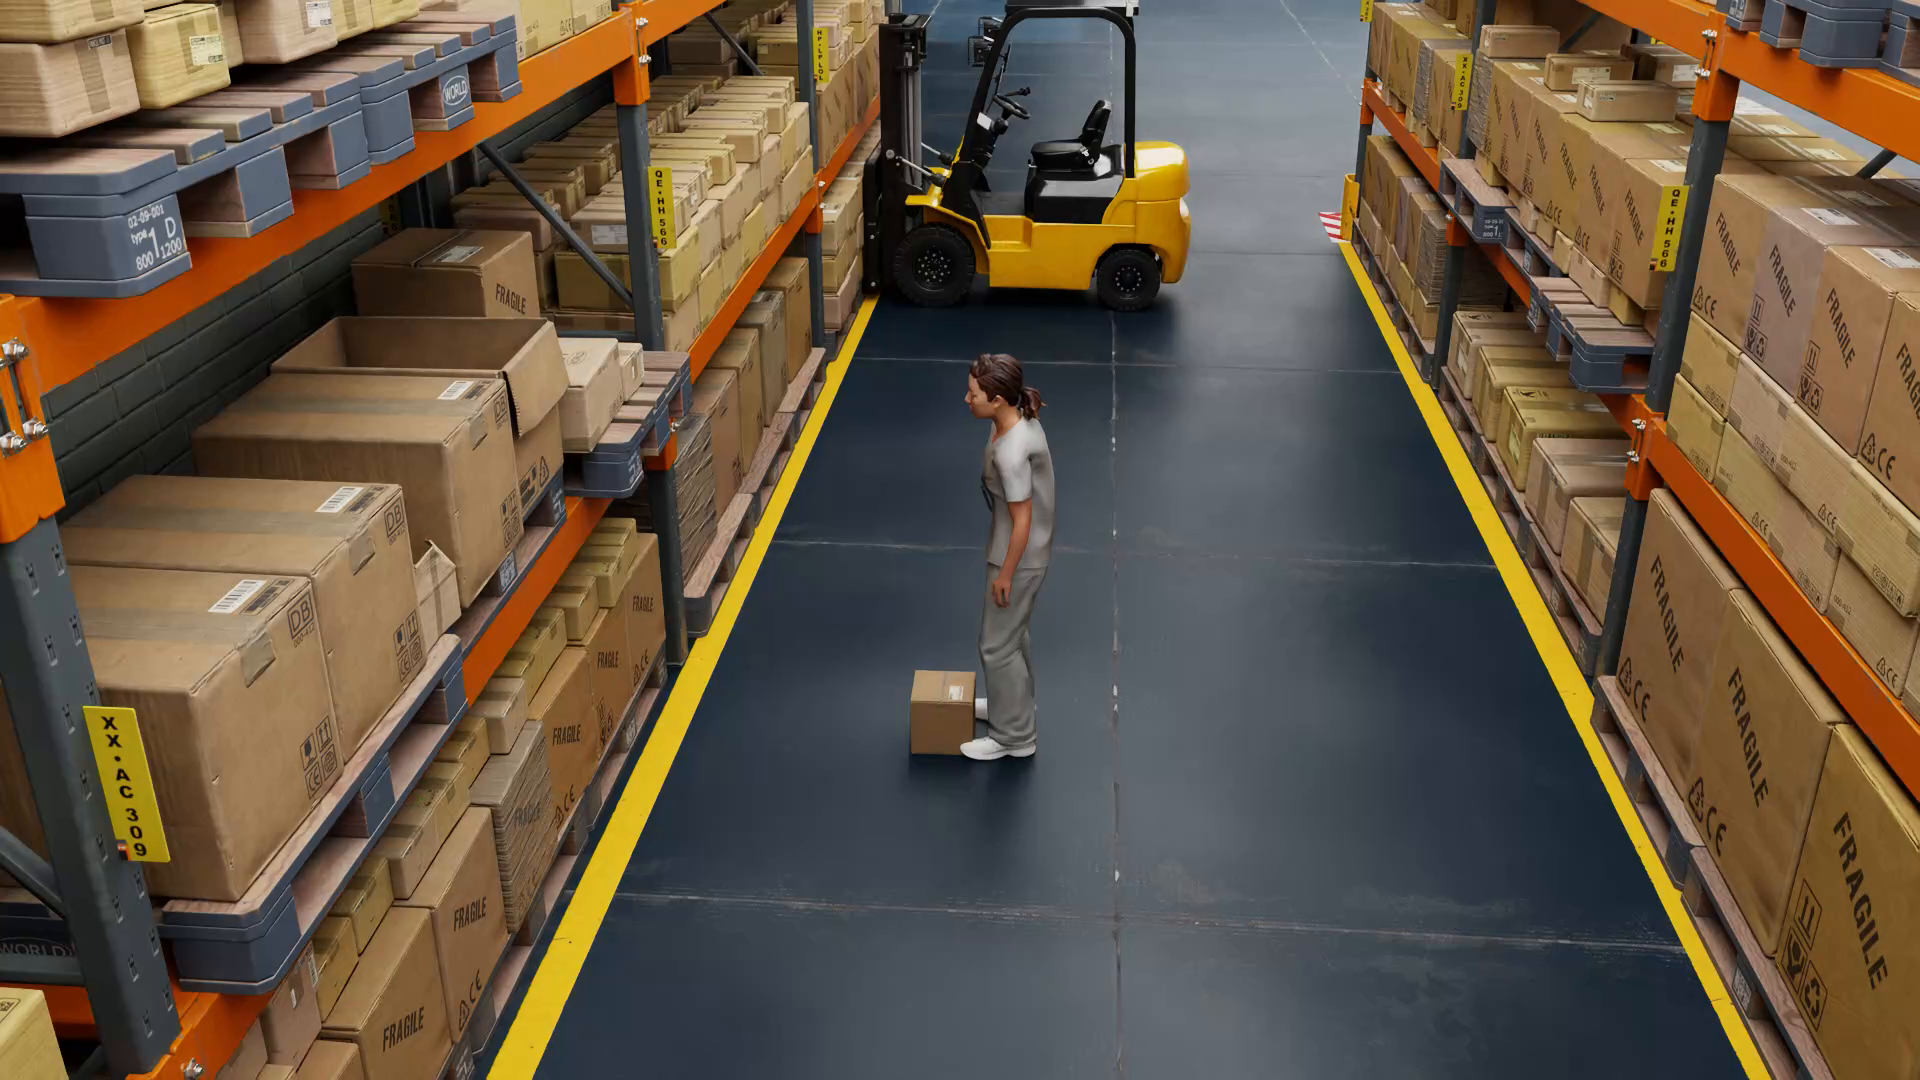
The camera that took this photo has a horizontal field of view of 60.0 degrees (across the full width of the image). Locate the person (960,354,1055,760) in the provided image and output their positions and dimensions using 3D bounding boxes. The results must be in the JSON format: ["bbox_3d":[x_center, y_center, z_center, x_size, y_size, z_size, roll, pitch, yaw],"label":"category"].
[{"bbox_3d":[0.183,0.062,6.473,0.362,1.671,0.506,0,25,1],"label":"person"}]
